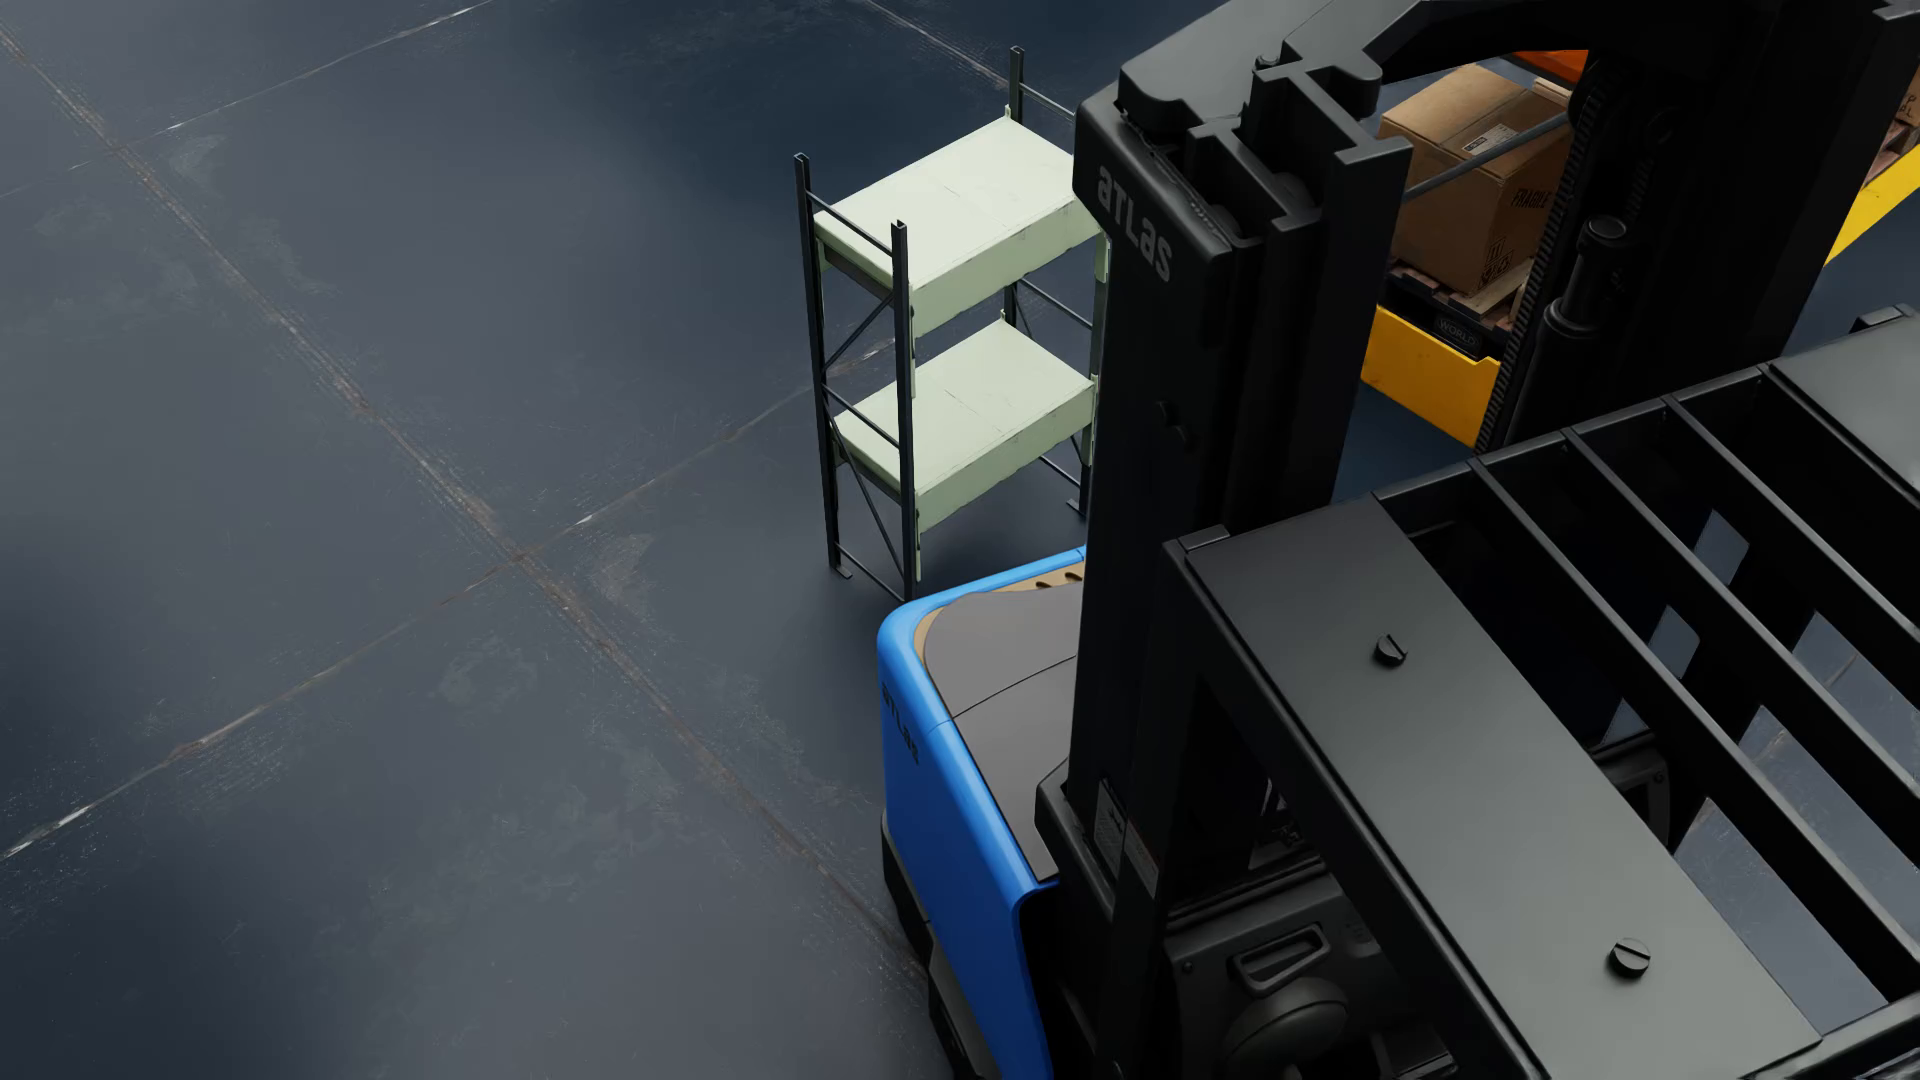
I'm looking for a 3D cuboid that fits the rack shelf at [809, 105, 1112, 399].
[{"bbox_3d":[0.005,-0.777,4.415,0.720,0.370,0.431,-34,56,-27],"label":"rack shelf"}]

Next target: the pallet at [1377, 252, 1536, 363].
[{"bbox_3d":[2.177,-1.034,6.061,1.213,0.211,1.003,-34,56,-27],"label":"pallet"}]

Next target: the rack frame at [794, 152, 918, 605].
[{"bbox_3d":[-0.266,-0.331,4.535,0.023,1.500,0.400,-34,56,-27],"label":"rack frame"}]

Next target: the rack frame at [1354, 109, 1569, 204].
[{"bbox_3d":[1.532,-1.548,4.637,0.127,3.000,1.000,-34,56,-27],"label":"rack frame"}]

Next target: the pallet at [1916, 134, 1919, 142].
[{"bbox_3d":[3.982,-2.241,7.174,1.213,0.211,1.003,-34,56,-27],"label":"pallet"}]

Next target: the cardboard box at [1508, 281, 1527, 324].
[{"bbox_3d":[2.073,-0.750,5.542,0.250,0.149,0.380,-34,56,-27],"label":"cardboard box"}]

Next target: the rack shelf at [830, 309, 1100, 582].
[{"bbox_3d":[0.005,-0.291,4.941,0.720,0.370,0.431,-34,56,-27],"label":"rack shelf"}]

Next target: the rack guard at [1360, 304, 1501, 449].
[{"bbox_3d":[1.588,-0.738,5.590,0.348,0.500,1.175,-34,56,-27],"label":"rack guard"}]

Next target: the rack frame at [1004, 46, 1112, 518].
[{"bbox_3d":[0.276,-0.693,4.869,0.023,1.500,0.400,-34,56,-27],"label":"rack frame"}]

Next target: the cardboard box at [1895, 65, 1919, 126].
[{"bbox_3d":[3.706,-1.956,6.544,0.500,0.311,0.500,-34,56,-27],"label":"cardboard box"}]

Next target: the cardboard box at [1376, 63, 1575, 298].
[{"bbox_3d":[1.768,-1.252,5.766,0.500,0.500,0.500,-34,56,-27],"label":"cardboard box"}]

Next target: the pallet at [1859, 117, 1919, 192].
[{"bbox_3d":[3.079,-1.634,6.615,1.213,0.211,1.003,-34,56,-27],"label":"pallet"}]

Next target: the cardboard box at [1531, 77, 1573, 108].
[{"bbox_3d":[2.491,-1.621,6.276,0.500,0.250,0.500,-34,56,-27],"label":"cardboard box"}]

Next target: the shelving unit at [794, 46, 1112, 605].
[{"bbox_3d":[0.005,-0.512,4.702,0.755,1.500,0.431,-34,56,-27],"label":"shelving unit"}]

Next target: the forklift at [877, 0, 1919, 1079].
[{"bbox_3d":[0.844,0.750,2.563,1.130,2.935,3.031,-17,50,-15],"label":"forklift"}]

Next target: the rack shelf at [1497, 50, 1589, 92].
[{"bbox_3d":[3.011,-2.293,5.814,4.000,0.370,1.077,-34,56,-27],"label":"rack shelf"}]
